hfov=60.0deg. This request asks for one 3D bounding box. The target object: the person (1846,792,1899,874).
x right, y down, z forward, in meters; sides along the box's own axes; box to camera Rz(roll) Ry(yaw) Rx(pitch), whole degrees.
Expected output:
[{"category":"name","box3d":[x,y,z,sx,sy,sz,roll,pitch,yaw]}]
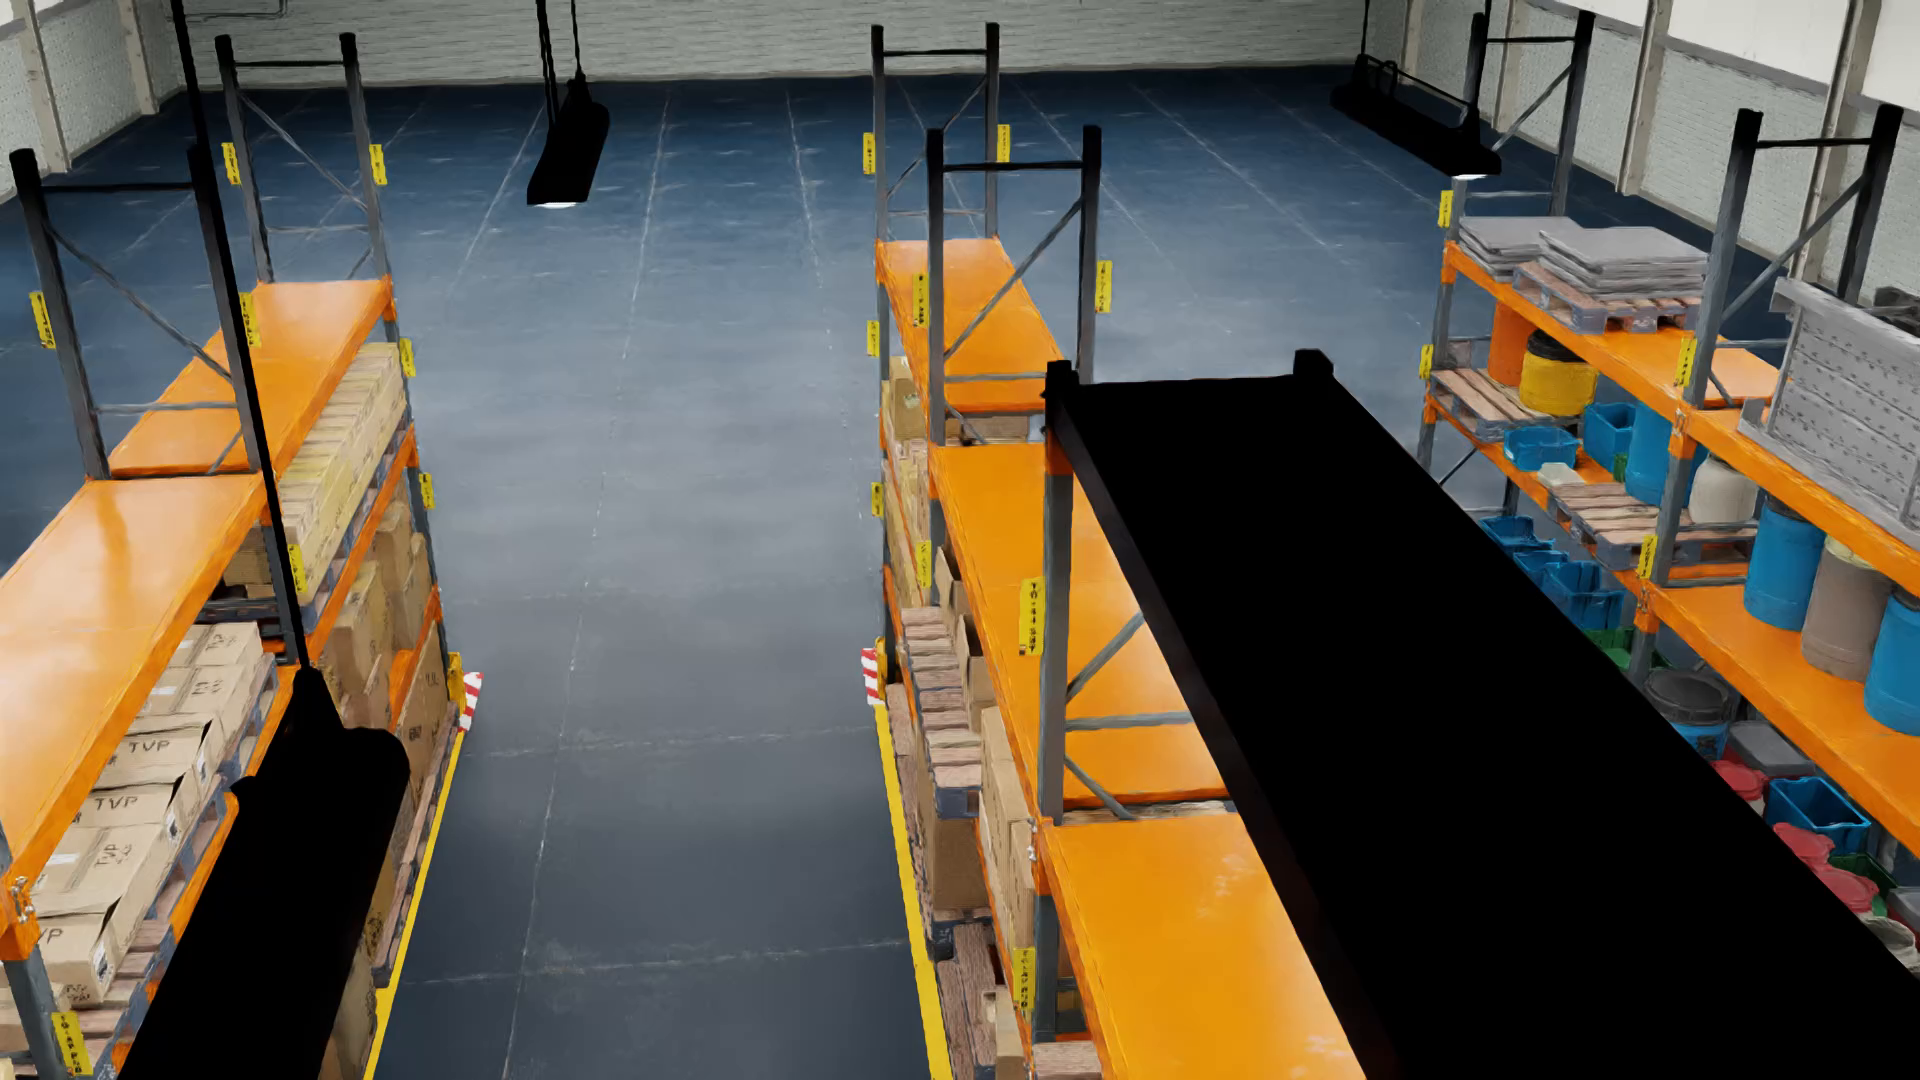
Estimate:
[{"category":"person","box3d":[6.869,1.959,12.430,0.416,1.676,0.537,-18,31,-33]}]
